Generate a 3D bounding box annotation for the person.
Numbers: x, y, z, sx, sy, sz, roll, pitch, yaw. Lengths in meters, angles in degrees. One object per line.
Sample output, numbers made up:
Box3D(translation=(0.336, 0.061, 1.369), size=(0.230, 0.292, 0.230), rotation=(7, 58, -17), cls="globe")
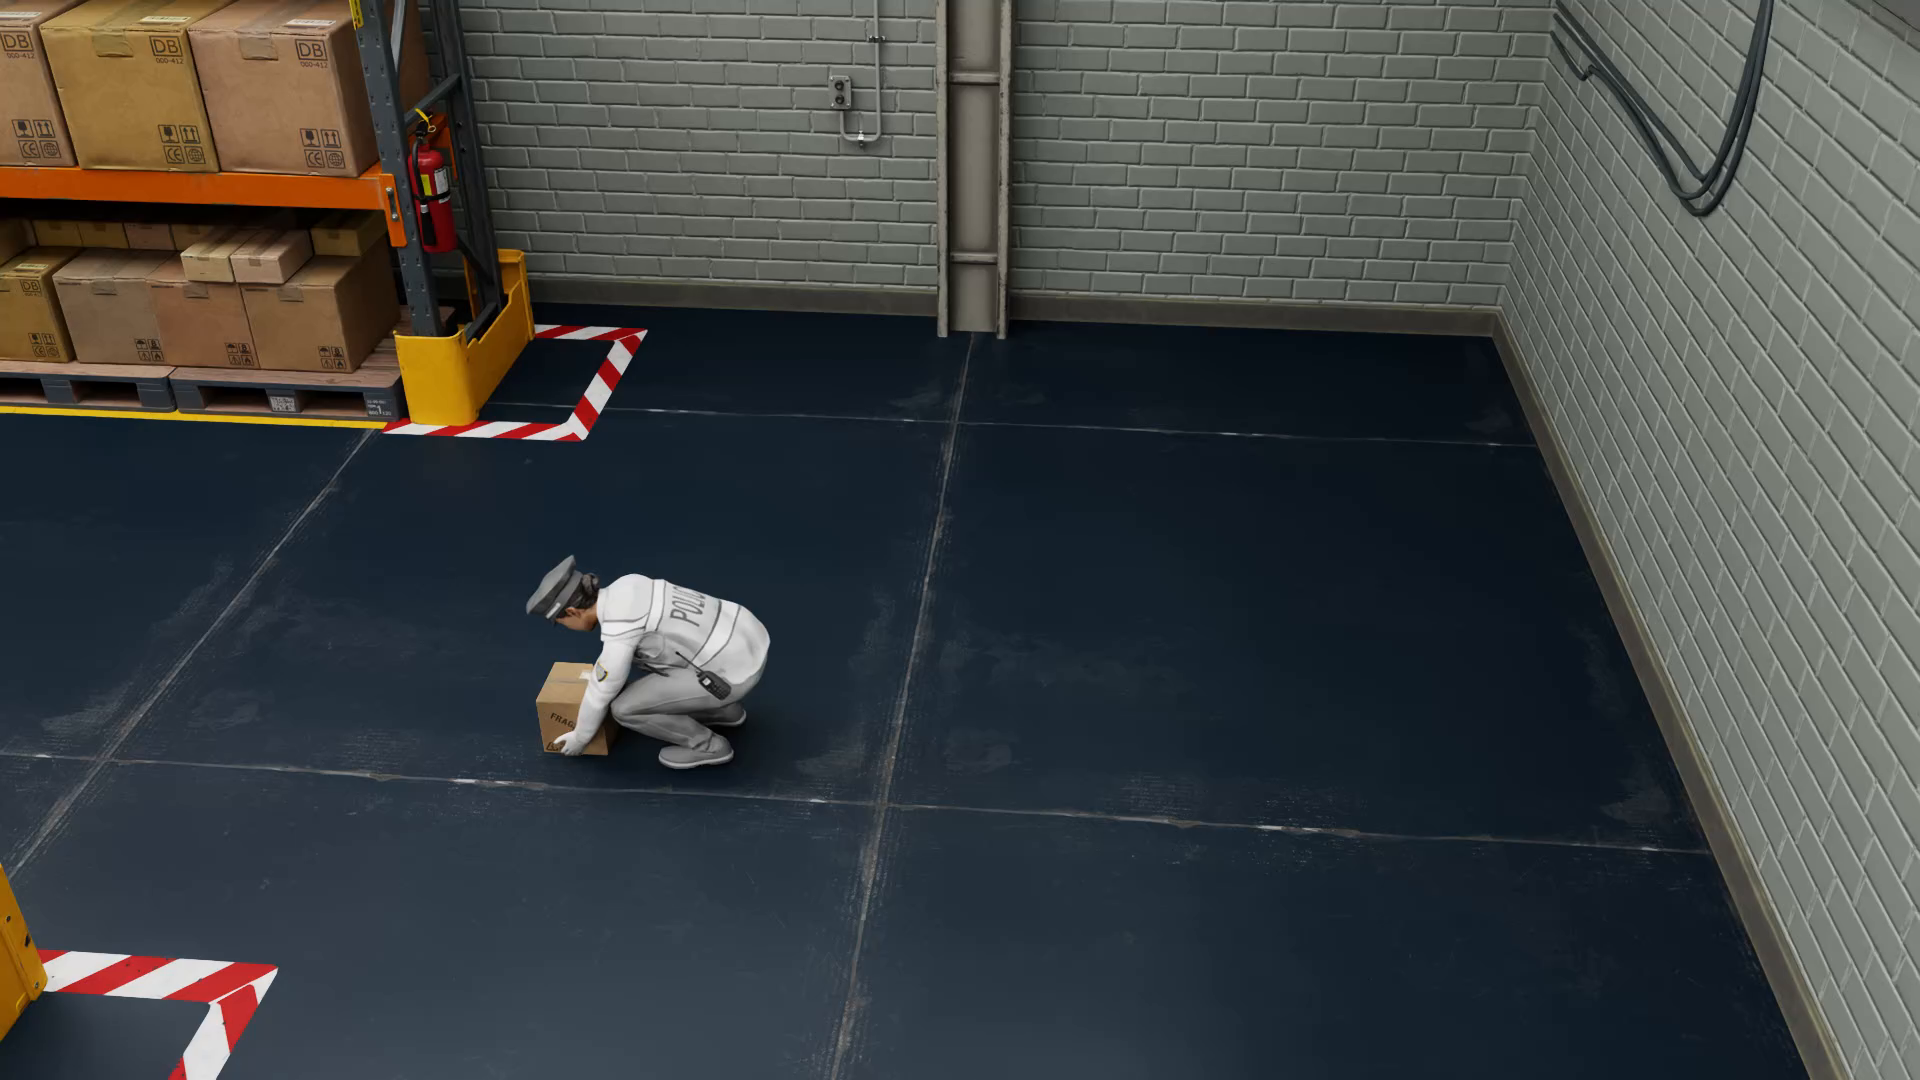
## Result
Box3D(translation=(-1.154, 0.432, 6.253), size=(0.863, 0.851, 0.478), rotation=(3, 32, 4), cls="person")
